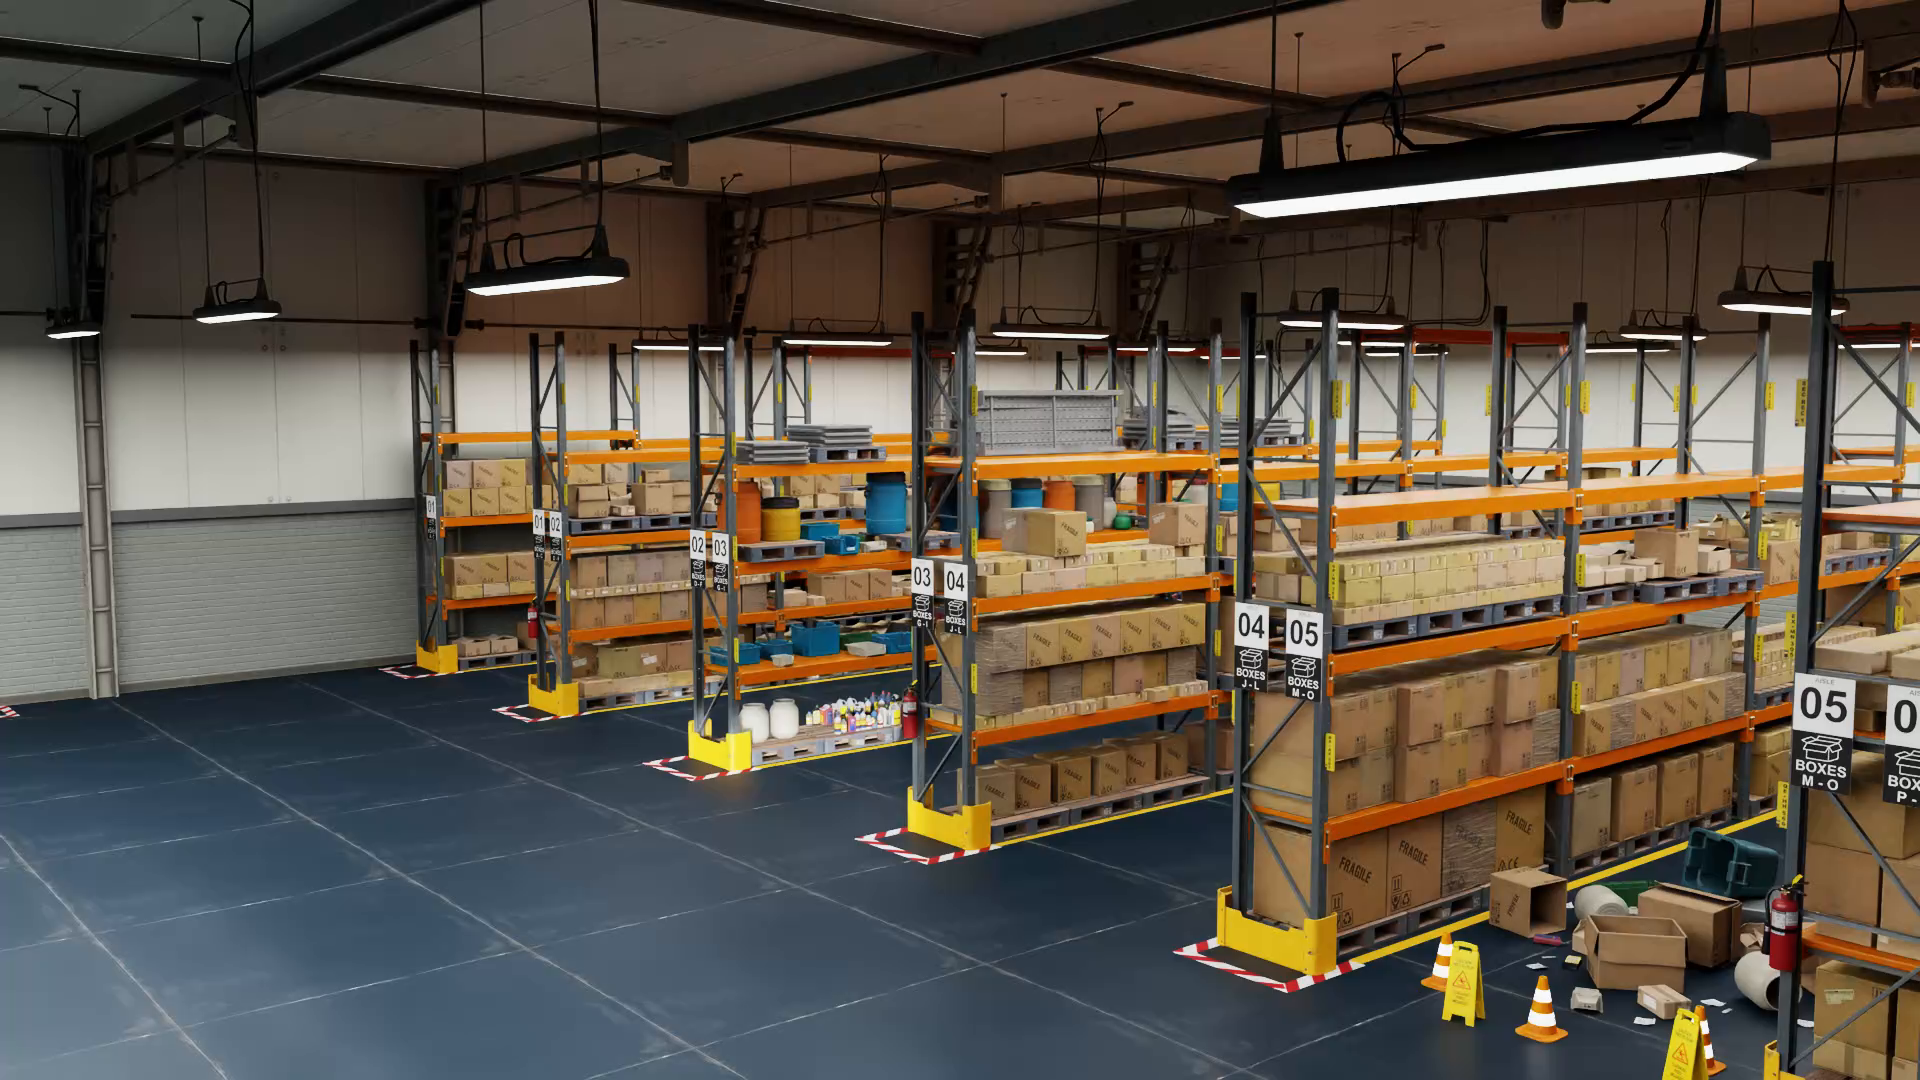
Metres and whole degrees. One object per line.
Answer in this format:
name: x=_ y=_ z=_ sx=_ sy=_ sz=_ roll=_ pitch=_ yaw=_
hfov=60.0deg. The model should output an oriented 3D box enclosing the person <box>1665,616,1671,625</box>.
person: x=10.823 y=1.938 z=25.334 sx=1.118 sy=1.723 sz=0.553 roll=-5 pitch=7 yaw=-41
